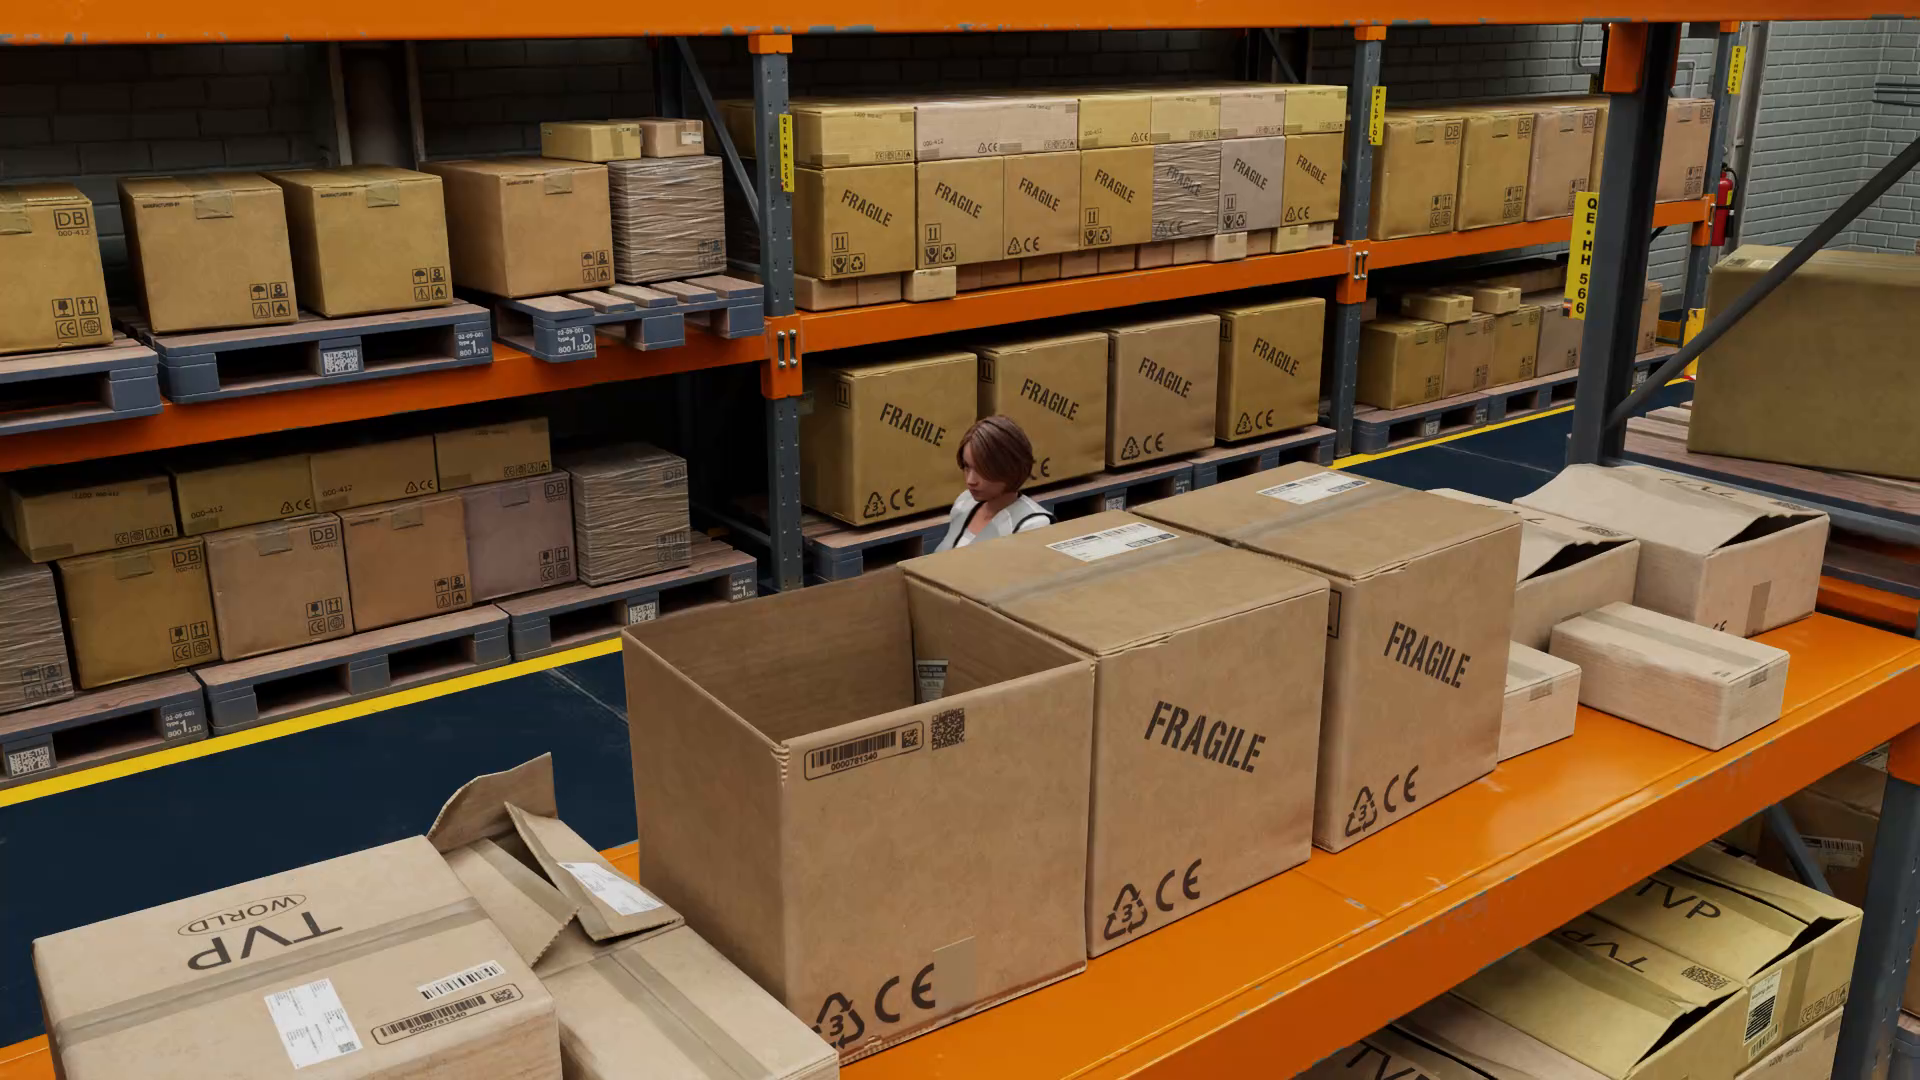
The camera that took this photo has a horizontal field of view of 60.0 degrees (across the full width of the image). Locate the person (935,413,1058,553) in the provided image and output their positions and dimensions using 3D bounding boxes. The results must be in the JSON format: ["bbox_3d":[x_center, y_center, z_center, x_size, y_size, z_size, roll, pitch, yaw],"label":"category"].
[{"bbox_3d":[0.097,0.418,4.796,0.306,1.592,0.407,-13,22,-35],"label":"person"}]
